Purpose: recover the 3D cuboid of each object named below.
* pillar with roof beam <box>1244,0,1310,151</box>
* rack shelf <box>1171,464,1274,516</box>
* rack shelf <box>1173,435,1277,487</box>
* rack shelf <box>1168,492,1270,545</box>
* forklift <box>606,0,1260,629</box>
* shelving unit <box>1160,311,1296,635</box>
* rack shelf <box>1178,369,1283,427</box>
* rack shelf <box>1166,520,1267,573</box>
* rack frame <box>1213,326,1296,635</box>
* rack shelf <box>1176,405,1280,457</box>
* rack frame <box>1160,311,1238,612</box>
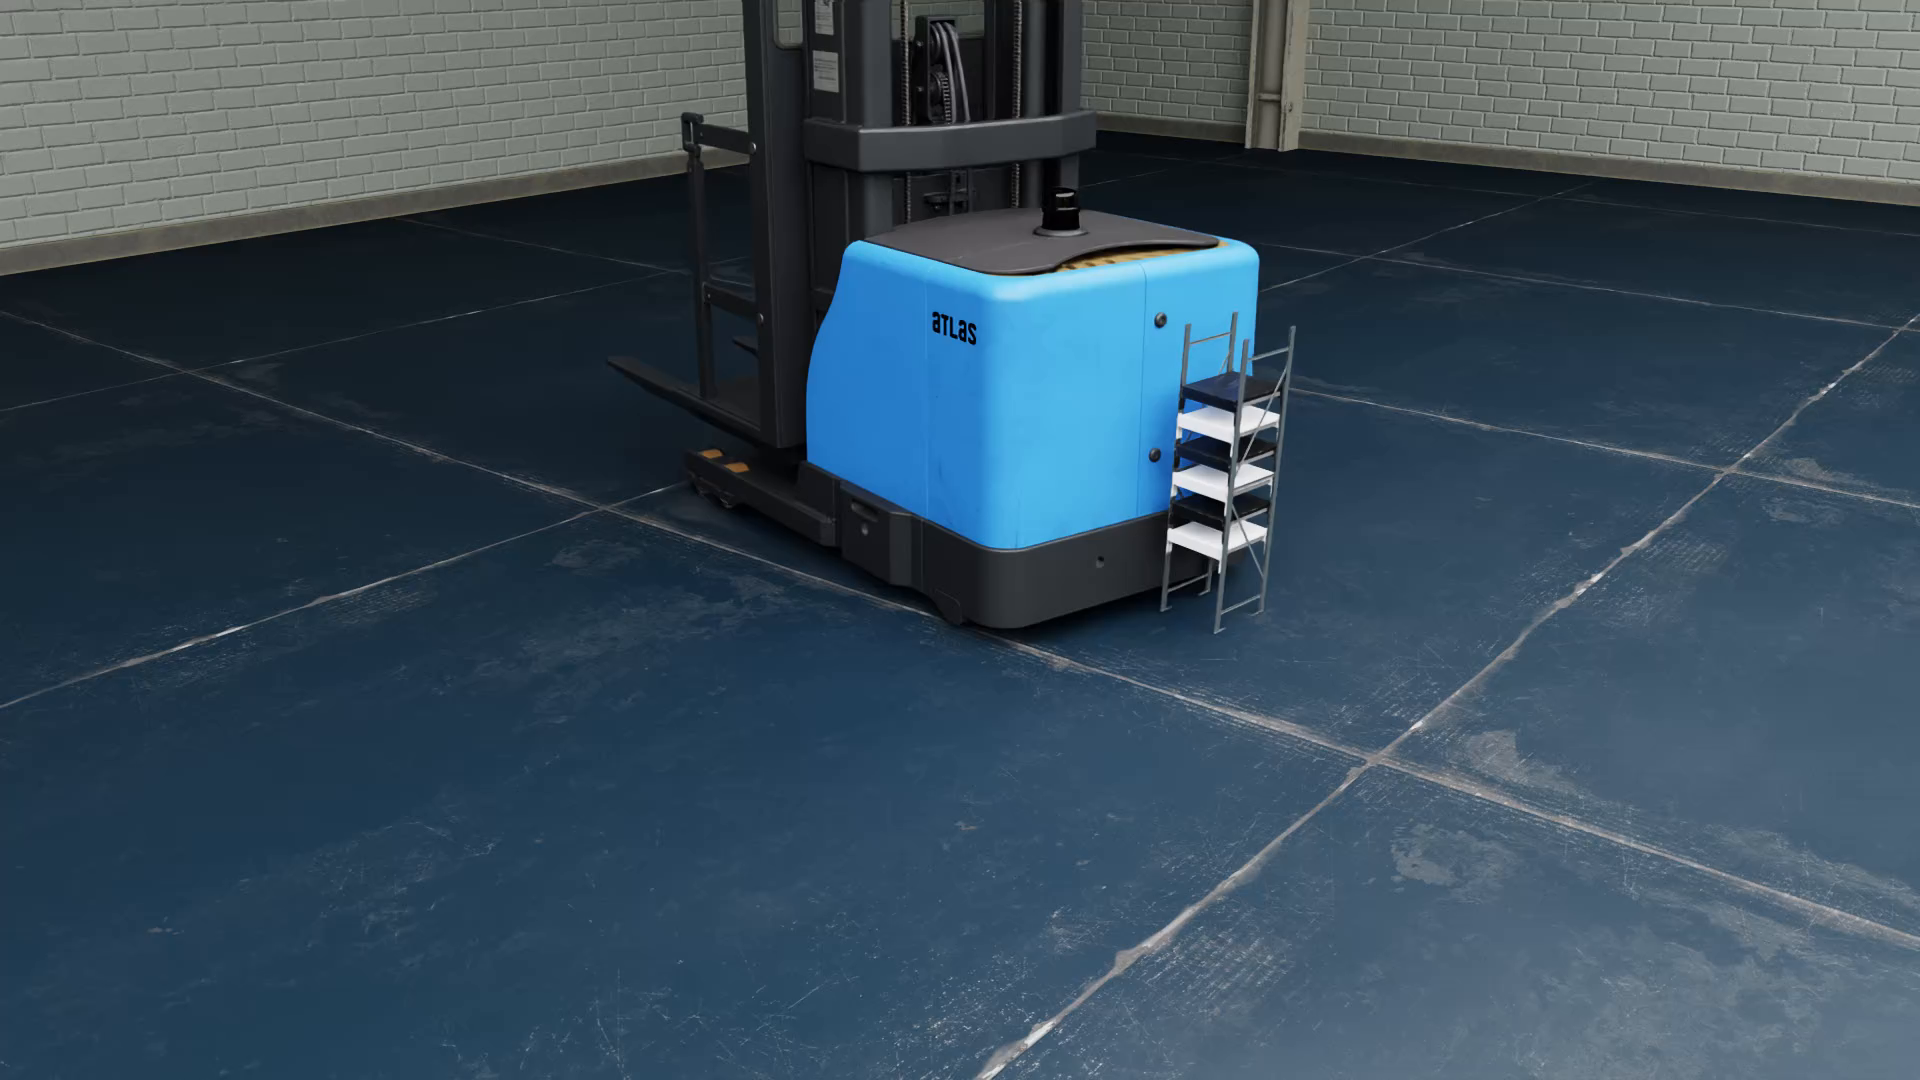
[{"bbox_3d":[0.114,-6.600,10.417,0.400,9.000,9.100,16,26,36],"label":"pillar with roof beam"},{"bbox_3d":[0.782,-0.165,4.910,0.258,0.077,0.200,-19,31,-41],"label":"rack shelf"},{"bbox_3d":[0.785,-0.248,4.876,0.258,0.077,0.200,-19,31,-41],"label":"rack shelf"},{"bbox_3d":[0.779,-0.082,4.945,0.258,0.077,0.200,-19,31,-41],"label":"rack shelf"},{"bbox_3d":[-0.354,-1.574,5.688,1.130,2.935,3.031,-14,25,-33],"label":"forklift"},{"bbox_3d":[0.783,-0.195,4.898,0.258,0.900,0.210,-19,31,-41],"label":"shelving unit"},{"bbox_3d":[0.791,-0.414,4.807,0.258,0.077,0.200,-19,31,-41],"label":"rack shelf"},{"bbox_3d":[0.776,0.001,4.980,0.258,0.077,0.200,-19,31,-41],"label":"rack shelf"},{"bbox_3d":[0.854,-0.165,4.831,0.240,0.900,0.006,-19,31,-41],"label":"rack frame"},{"bbox_3d":[0.788,-0.331,4.841,0.258,0.077,0.200,-19,31,-41],"label":"rack shelf"},{"bbox_3d":[0.712,-0.226,4.964,0.240,0.900,0.006,-19,31,-41],"label":"rack frame"}]
